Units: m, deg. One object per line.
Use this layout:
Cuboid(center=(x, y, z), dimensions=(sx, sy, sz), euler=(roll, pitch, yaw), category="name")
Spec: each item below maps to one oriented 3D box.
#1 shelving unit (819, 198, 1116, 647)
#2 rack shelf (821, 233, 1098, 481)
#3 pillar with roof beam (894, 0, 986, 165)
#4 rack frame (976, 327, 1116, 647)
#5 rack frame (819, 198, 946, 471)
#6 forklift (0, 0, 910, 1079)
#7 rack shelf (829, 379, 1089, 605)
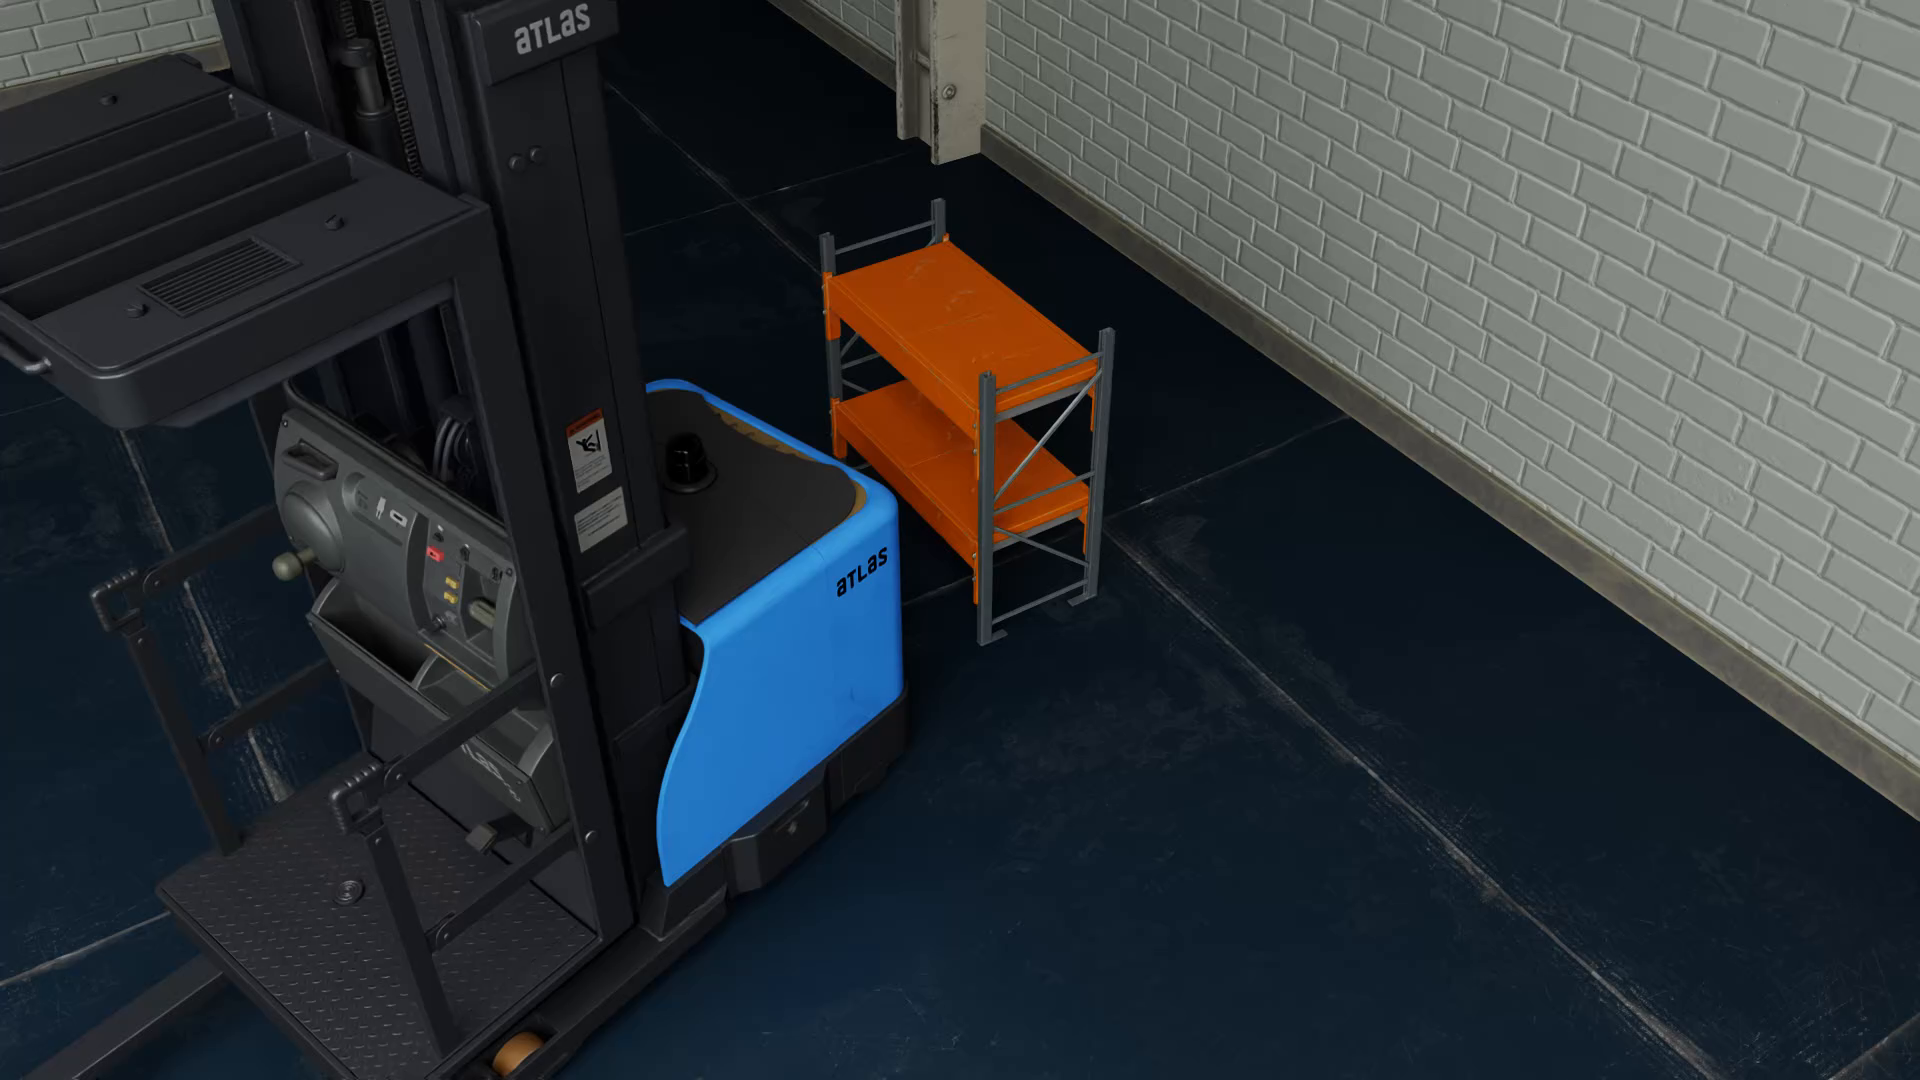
Cuboid(center=(0.004, -0.428, 5.886), dimensions=(0.538, 1.125, 1.048), euler=(-22, 45, -24), category="shelving unit")
Cuboid(center=(0.004, -0.653, 5.698), dimensions=(0.538, 0.278, 1.000), euler=(-22, 45, -24), category="rack shelf")
Cuboid(center=(-3.730, -4.065, 4.099), dimensions=(9.100, 9.000, 0.400), euler=(-22, 45, -24), category="pillar with roof beam")
Cuboid(center=(0.277, -0.154, 5.556), dimensions=(0.500, 1.125, 0.032), euler=(-22, 45, -24), category="rack frame")
Cuboid(center=(-0.270, -0.703, 6.215), dimensions=(0.500, 1.125, 0.032), euler=(-22, 45, -24), category="rack frame")
Cuboid(center=(-1.492, 0.089, 3.854), dimensions=(1.130, 2.935, 3.031), euler=(28, 47, 30), category="forklift")
Cuboid(center=(0.004, -0.241, 6.042), dimensions=(0.538, 0.278, 1.000), euler=(-22, 45, -24), category="rack shelf")
